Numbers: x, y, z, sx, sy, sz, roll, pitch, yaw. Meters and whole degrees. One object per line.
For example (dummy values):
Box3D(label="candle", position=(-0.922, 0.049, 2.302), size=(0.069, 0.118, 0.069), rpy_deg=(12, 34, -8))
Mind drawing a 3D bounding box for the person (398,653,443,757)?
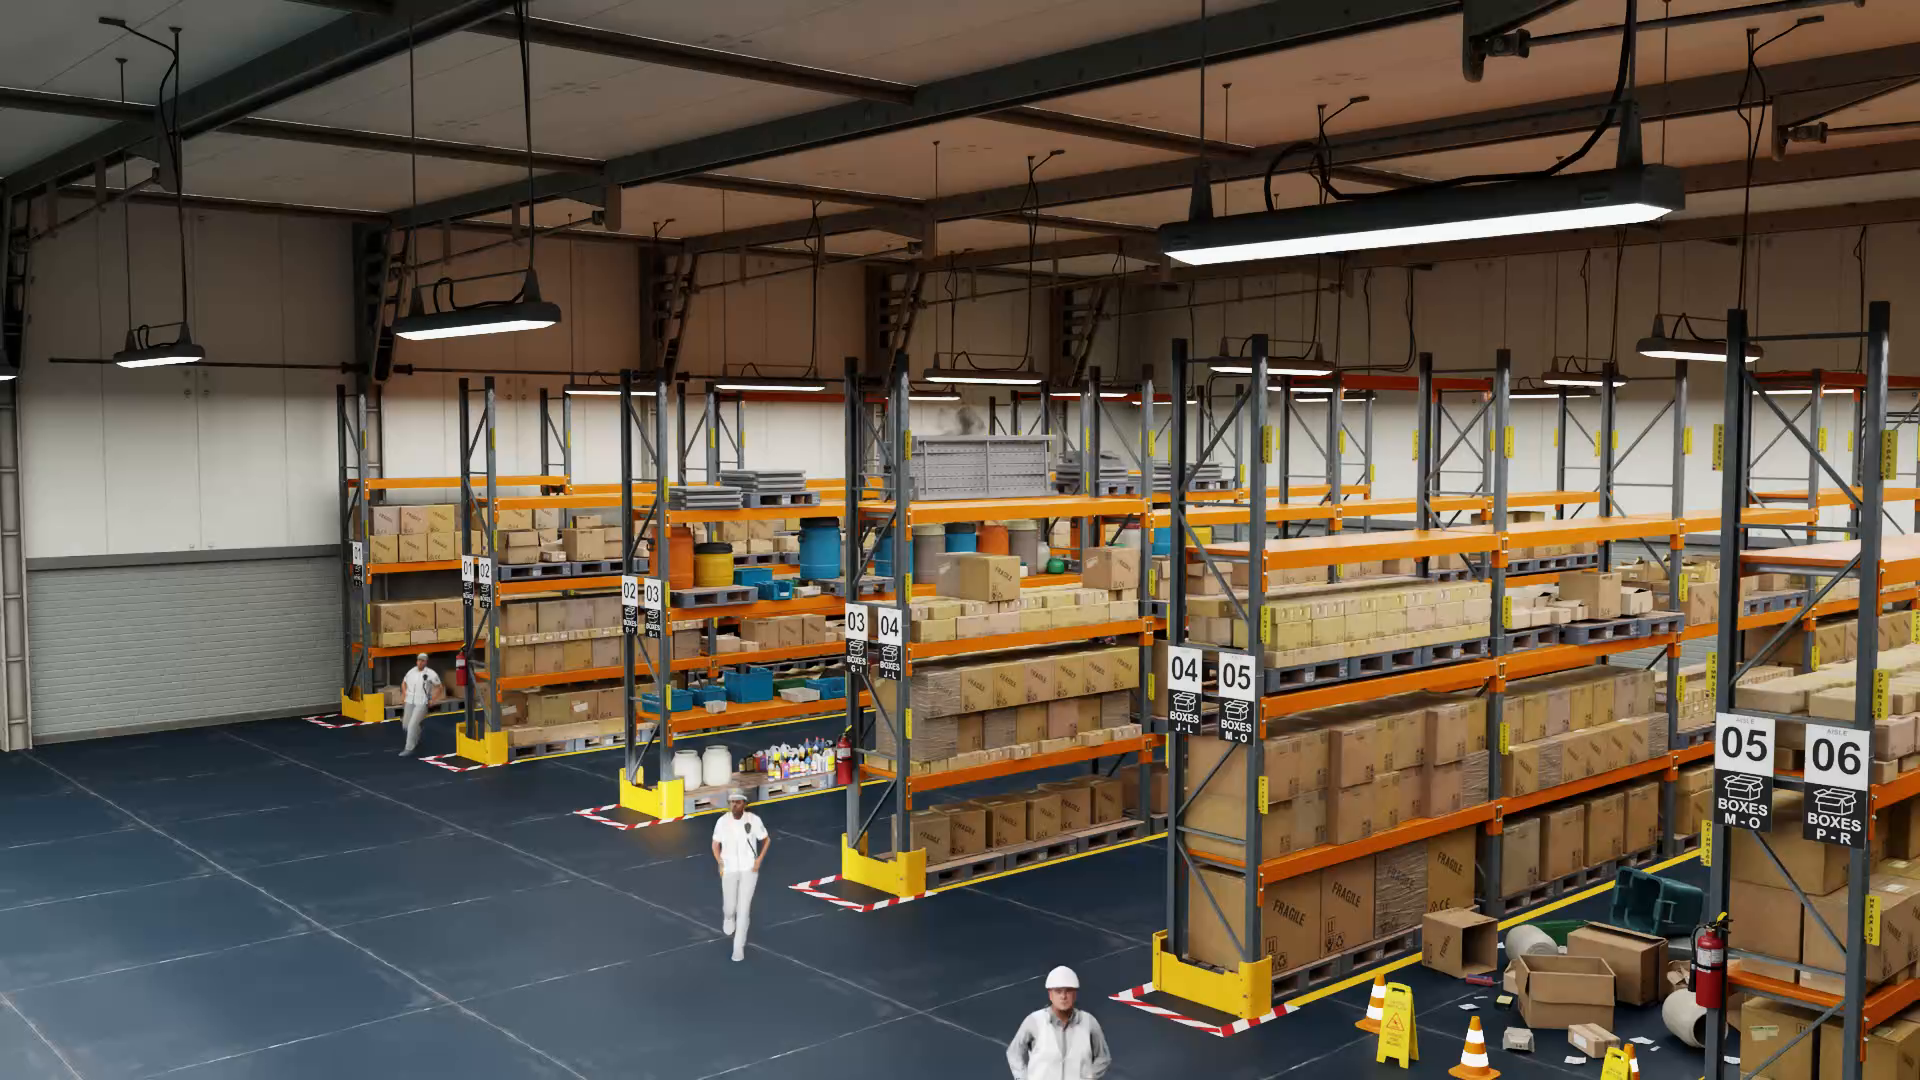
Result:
Box3D(label="person", position=(-8.646, 2.623, 26.642), size=(0.669, 1.607, 0.766), rpy_deg=(1, 4, 8))

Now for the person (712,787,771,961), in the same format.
Box3D(label="person", position=(-2.168, 3.259, 16.502), size=(0.582, 1.676, 0.671), rpy_deg=(0, 4, -1))

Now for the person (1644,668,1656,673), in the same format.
Box3D(label="person", position=(9.969, 2.707, 24.165), size=(0.574, 1.729, 0.706), rpy_deg=(-4, 5, -45))

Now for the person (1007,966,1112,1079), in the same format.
Box3D(label="person", position=(0.644, 3.598, 10.712), size=(0.671, 1.728, 0.597), rpy_deg=(0, 4, -4))
